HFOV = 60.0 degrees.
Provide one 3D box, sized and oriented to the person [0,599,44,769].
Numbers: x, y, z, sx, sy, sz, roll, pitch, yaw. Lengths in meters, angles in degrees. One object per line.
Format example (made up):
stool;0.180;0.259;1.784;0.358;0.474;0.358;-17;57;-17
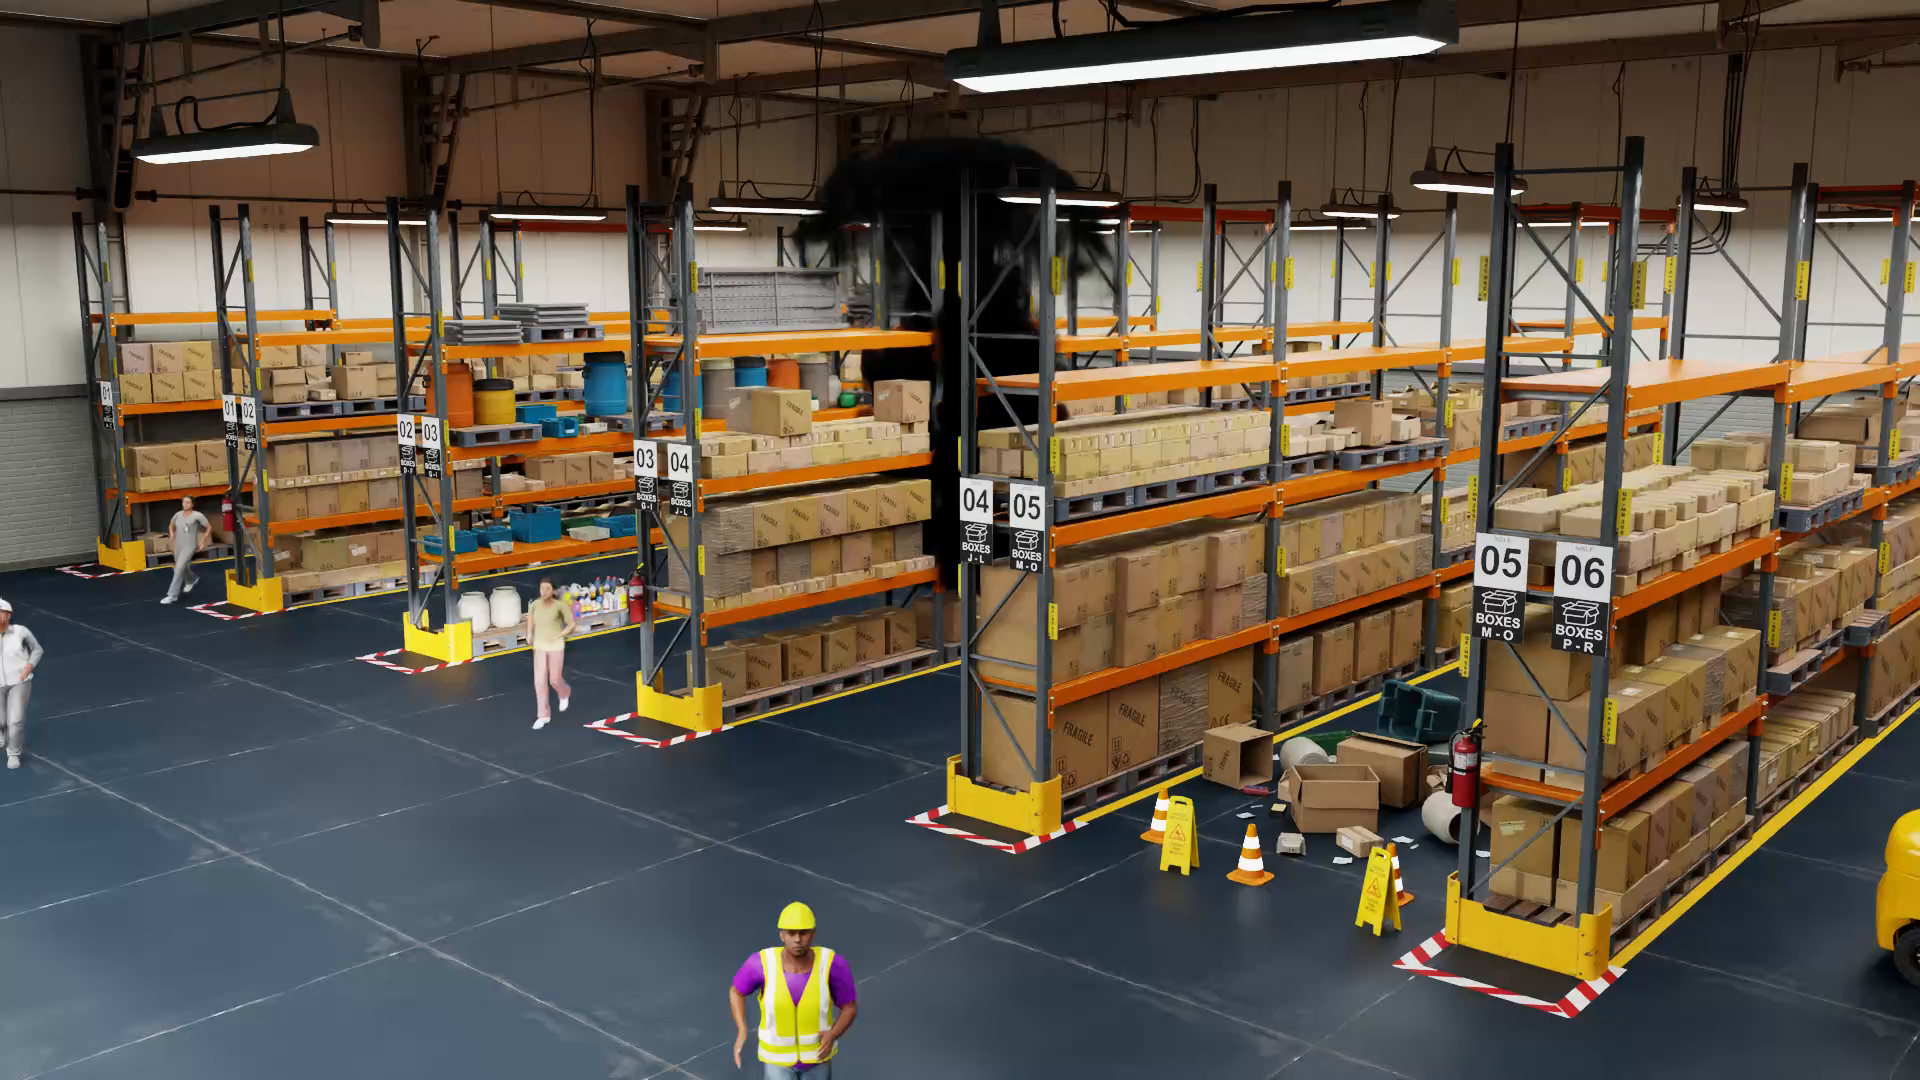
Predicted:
person;-9.893;1.463;17.317;0.662;1.752;0.645;-4;10;-22

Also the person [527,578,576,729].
person;-4.633;1.242;18.872;0.596;1.677;0.798;1;10;7

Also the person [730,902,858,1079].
person;-0.893;2.828;9.073;0.692;1.722;0.596;-2;10;-10

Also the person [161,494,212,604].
person;-11.891;0.106;25.585;0.635;1.633;0.950;2;10;10
